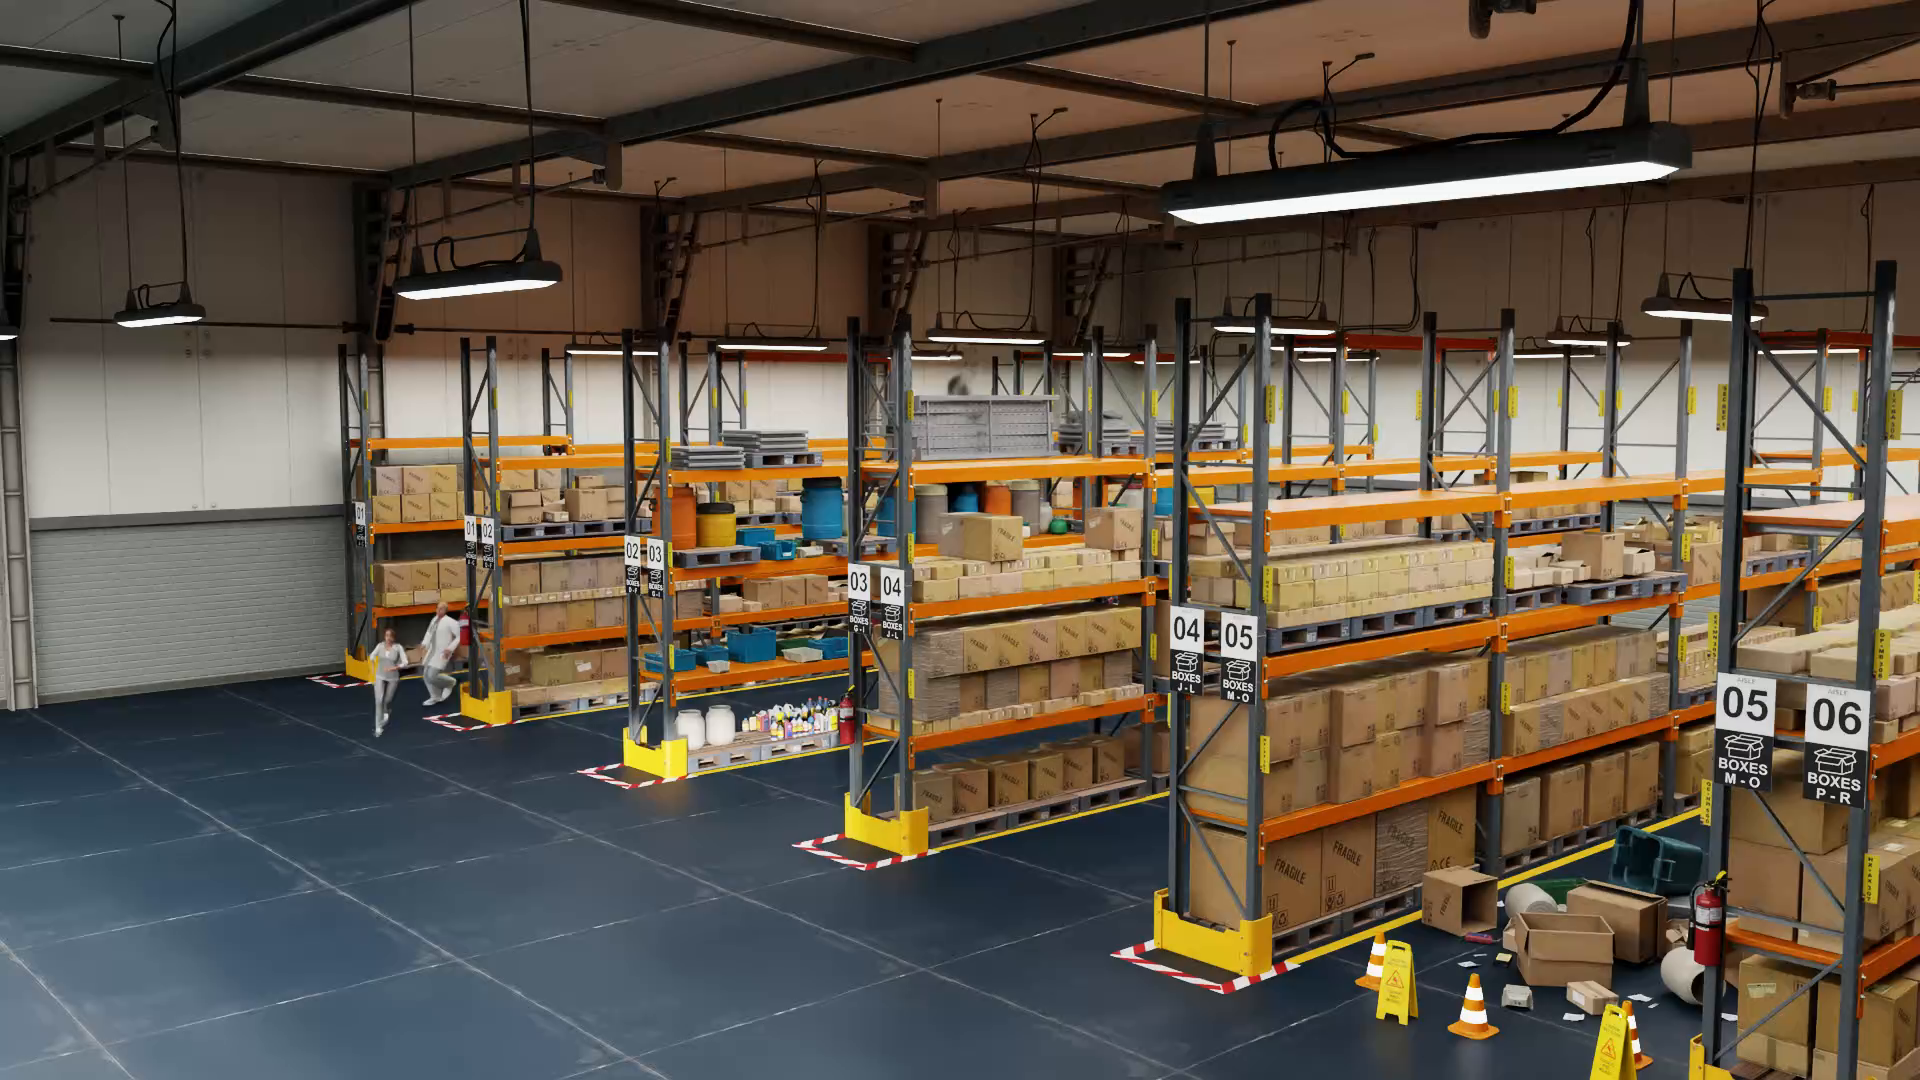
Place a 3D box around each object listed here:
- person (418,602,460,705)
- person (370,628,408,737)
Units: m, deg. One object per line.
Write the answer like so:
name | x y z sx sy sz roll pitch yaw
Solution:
person | -8.541 1.872 27.387 0.769 1.728 0.587 4 6 36
person | -8.672 2.124 25.278 0.566 1.596 0.839 -1 5 -11
